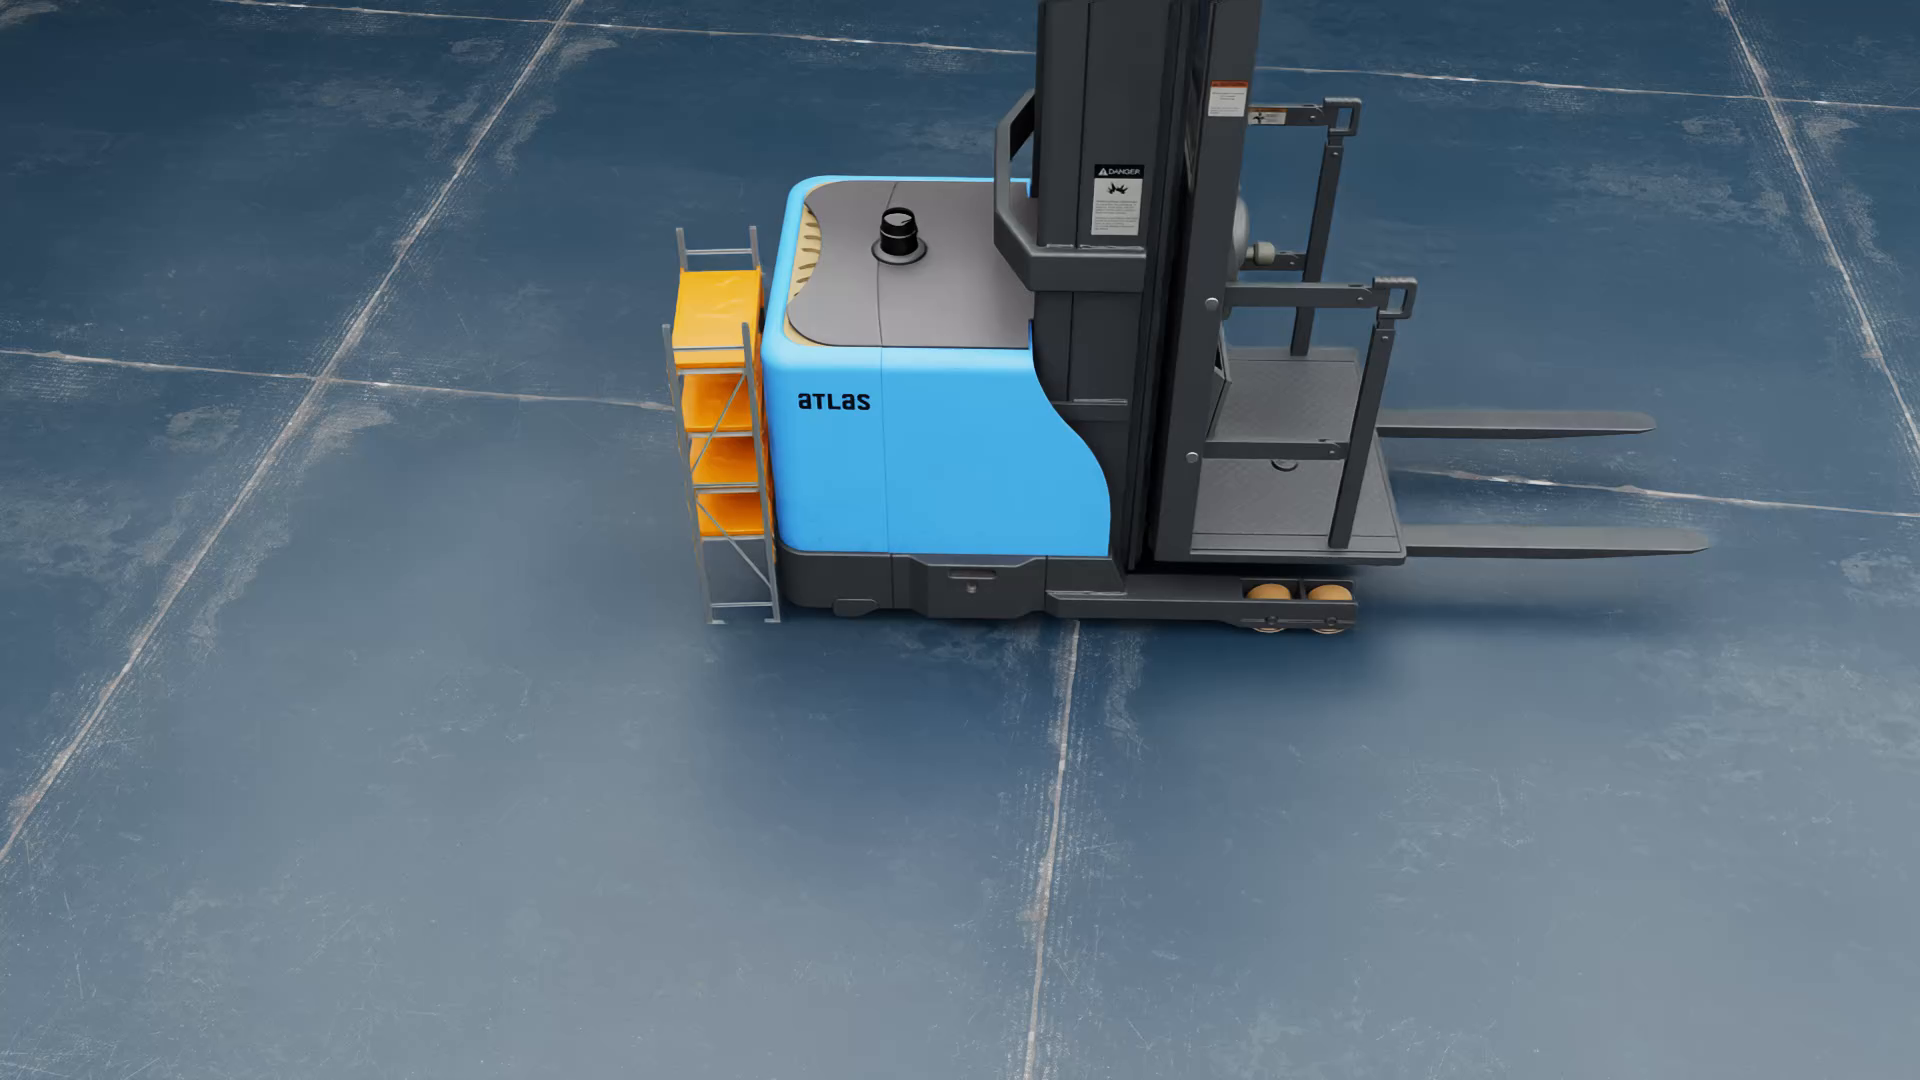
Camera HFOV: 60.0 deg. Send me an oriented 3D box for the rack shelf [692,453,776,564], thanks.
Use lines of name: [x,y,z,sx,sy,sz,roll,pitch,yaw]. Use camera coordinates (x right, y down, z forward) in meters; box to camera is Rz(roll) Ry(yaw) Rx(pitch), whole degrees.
rack shelf: [-0.721,-0.140,5.412,0.258,0.148,0.480,-2,43,-2]

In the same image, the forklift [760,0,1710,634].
forklift: [0.931,-1.131,4.813,3.031,2.935,1.130,1,43,1]

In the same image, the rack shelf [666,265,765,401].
rack shelf: [-0.721,-0.618,4.959,0.258,0.148,0.480,-2,43,-2]

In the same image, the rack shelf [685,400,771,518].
rack shelf: [-0.721,-0.284,5.275,0.258,0.148,0.480,-2,43,-2]

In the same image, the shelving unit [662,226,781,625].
shelving unit: [-0.721,-0.333,5.229,0.258,1.200,0.503,-2,43,-2]

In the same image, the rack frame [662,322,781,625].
rack frame: [-0.710,-0.166,5.052,0.240,1.200,0.015,-2,43,-2]

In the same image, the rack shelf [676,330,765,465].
rack shelf: [-0.721,-0.447,5.122,0.258,0.148,0.480,-2,43,-2]

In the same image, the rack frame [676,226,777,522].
rack frame: [-0.732,-0.501,5.406,0.240,1.200,0.015,-2,43,-2]
